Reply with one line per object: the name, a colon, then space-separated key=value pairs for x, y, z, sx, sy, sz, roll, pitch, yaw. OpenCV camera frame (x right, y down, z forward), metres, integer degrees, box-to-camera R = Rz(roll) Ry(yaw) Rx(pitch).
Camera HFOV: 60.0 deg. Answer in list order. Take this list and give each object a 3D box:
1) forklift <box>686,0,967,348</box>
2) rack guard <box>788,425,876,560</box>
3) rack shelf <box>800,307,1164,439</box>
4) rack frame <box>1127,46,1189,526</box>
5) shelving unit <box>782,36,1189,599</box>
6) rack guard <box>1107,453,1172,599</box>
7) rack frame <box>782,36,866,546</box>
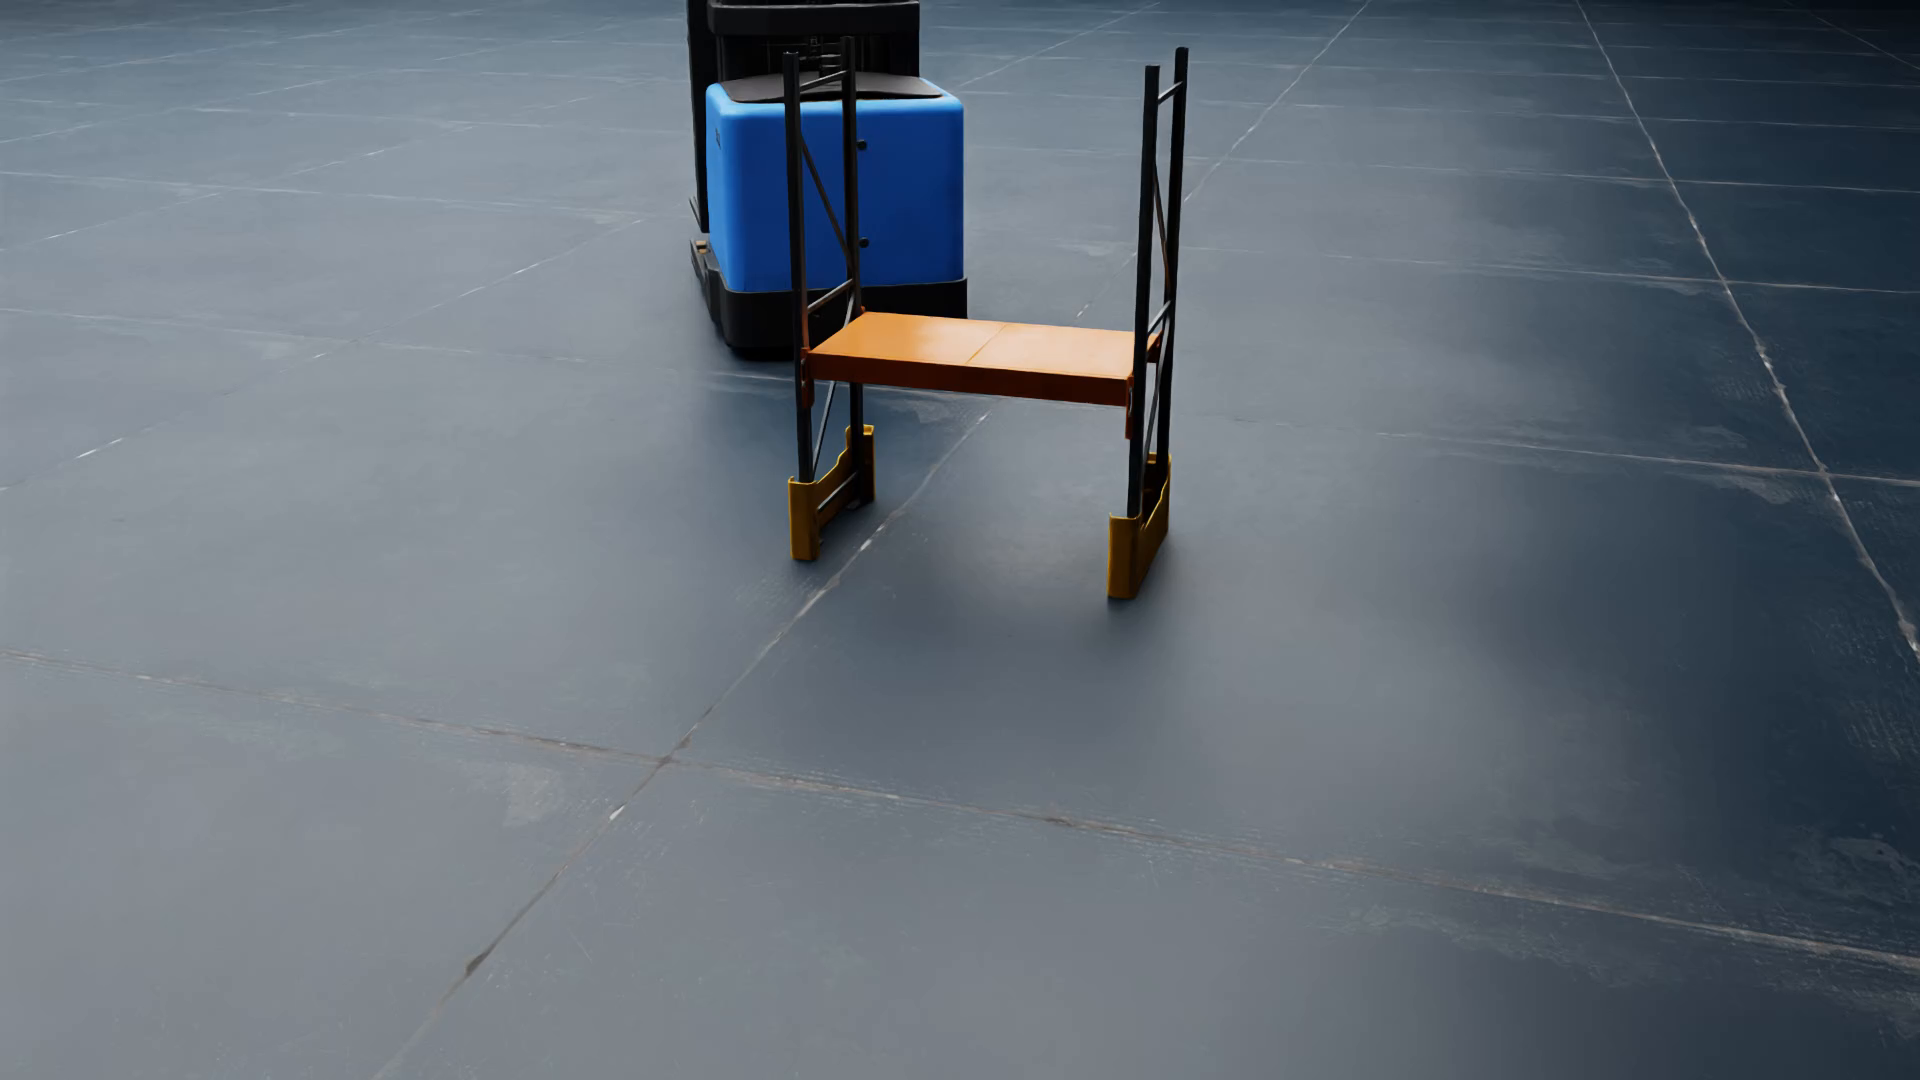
forklift: x=-0.789 y=-2.701 z=7.992 sx=1.130 sy=2.935 sz=3.031 roll=-5 pitch=23 yaw=-12
rack guard: x=-0.404 y=-0.162 z=5.335 sx=0.087 sy=0.250 sz=0.587 roll=7 pitch=23 yaw=16
rack shelf: x=0.082 y=-0.518 z=5.031 sx=1.000 sy=0.185 sz=0.538 roll=7 pitch=23 yaw=16
rack frame: x=0.568 y=-0.629 z=4.827 sx=0.032 sy=1.500 sz=0.500 roll=7 pitch=23 yaw=16
shelving unit: x=0.073 y=-0.686 z=4.965 sx=1.083 sy=1.500 sz=0.587 roll=7 pitch=23 yaw=16
rack guard: x=0.550 y=-0.053 z=5.069 sx=0.087 sy=0.250 sz=0.587 roll=7 pitch=23 yaw=16
rack frame: x=-0.405 y=-0.740 z=5.098 sx=0.032 sy=1.500 sz=0.500 roll=7 pitch=23 yaw=16
